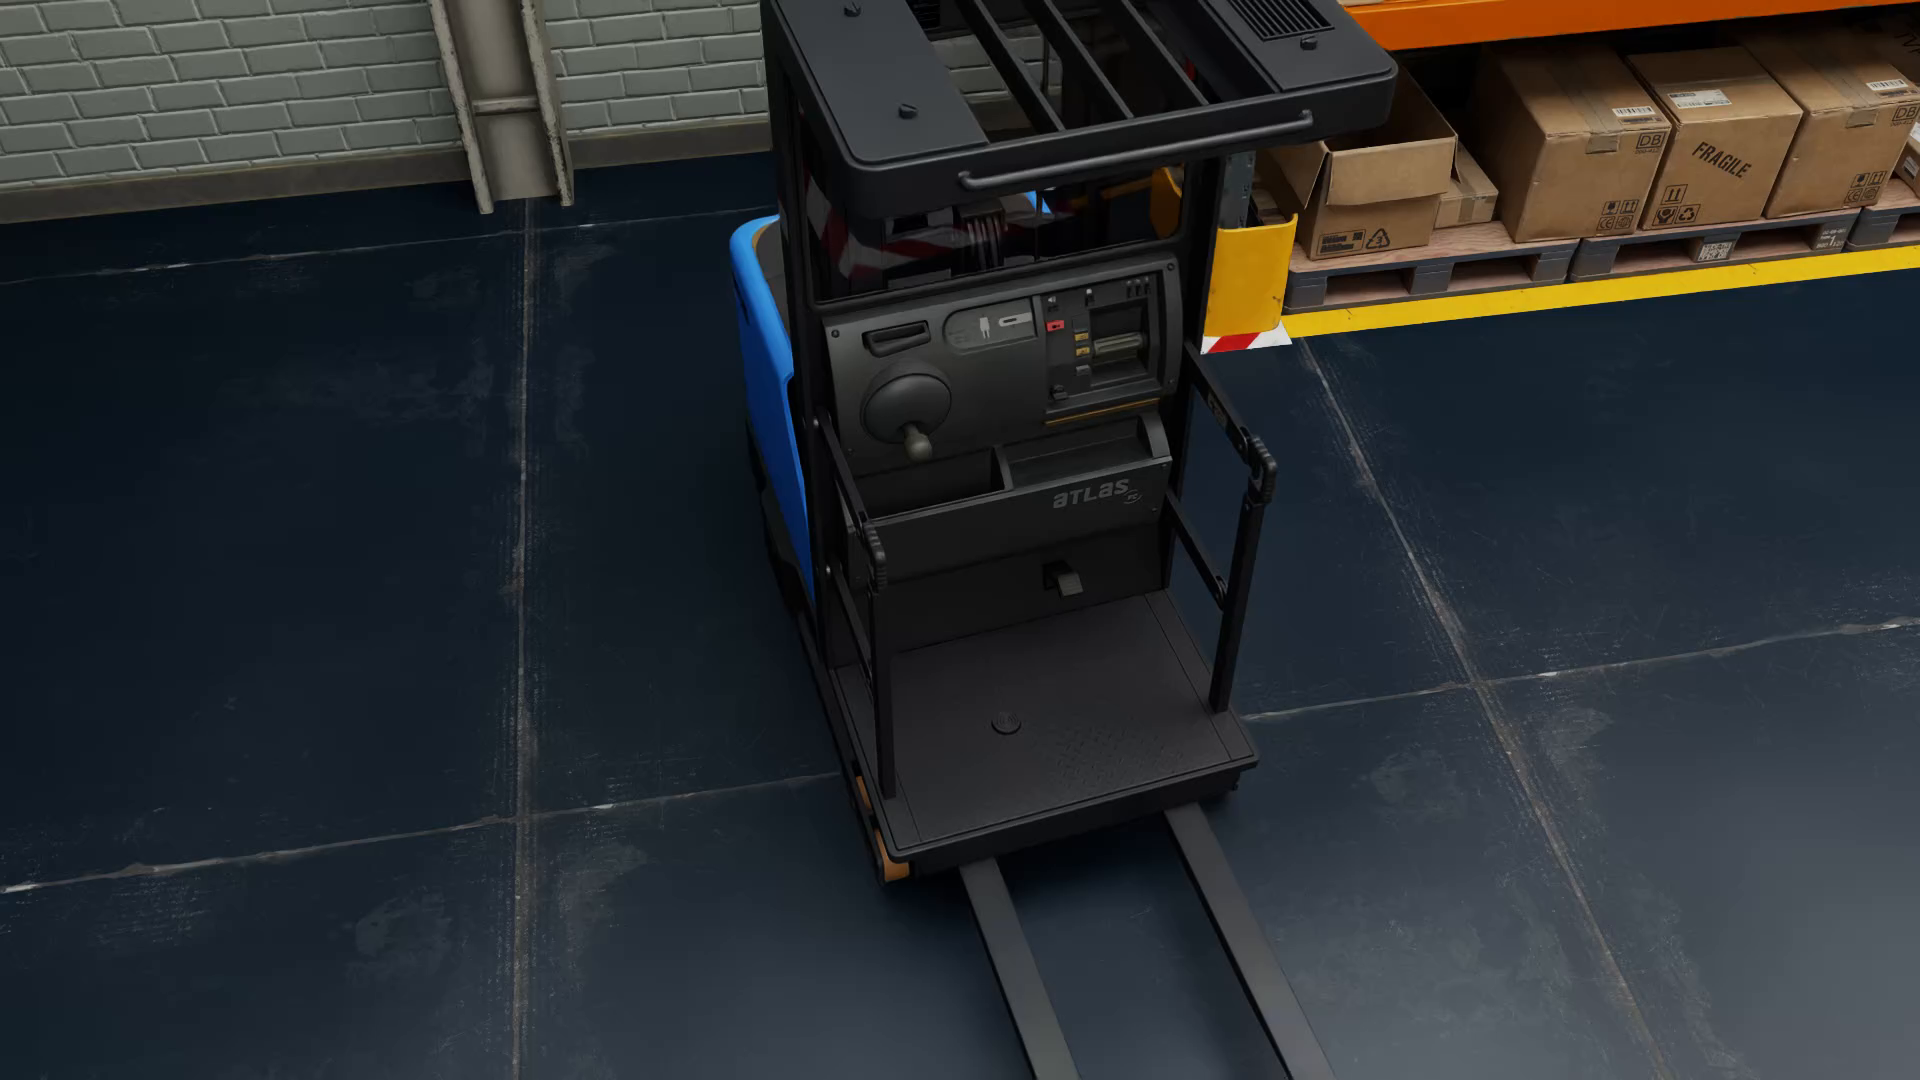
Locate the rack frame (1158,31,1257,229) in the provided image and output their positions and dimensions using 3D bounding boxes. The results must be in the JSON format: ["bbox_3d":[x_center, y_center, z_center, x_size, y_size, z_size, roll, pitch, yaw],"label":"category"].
[{"bbox_3d":[0.931,-2.255,5.839,0.127,3.000,1.000,-7,46,-7],"label":"rack frame"}]

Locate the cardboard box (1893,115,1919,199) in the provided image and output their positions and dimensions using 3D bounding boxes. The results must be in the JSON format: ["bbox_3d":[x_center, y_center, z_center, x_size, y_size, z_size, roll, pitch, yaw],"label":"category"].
[{"bbox_3d":[4.022,-1.622,6.837,0.258,0.266,0.396,-6,46,-5],"label":"cardboard box"}]

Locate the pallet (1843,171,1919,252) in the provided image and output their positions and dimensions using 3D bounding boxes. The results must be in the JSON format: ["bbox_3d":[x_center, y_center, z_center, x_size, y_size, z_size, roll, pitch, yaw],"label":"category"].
[{"bbox_3d":[4.196,-1.695,7.236,1.213,0.211,1.003,-7,46,-7],"label":"pallet"}]

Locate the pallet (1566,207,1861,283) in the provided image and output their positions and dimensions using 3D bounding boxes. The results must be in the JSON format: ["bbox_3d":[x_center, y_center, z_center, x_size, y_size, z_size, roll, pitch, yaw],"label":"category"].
[{"bbox_3d":[2.991,-1.542,7.090,1.213,0.211,1.003,-7,46,-7],"label":"pallet"}]

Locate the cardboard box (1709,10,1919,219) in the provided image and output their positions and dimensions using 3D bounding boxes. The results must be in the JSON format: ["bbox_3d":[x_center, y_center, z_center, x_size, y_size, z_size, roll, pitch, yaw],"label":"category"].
[{"bbox_3d":[3.422,-1.746,6.793,0.500,0.500,0.700,-9,47,-8],"label":"cardboard box"}]

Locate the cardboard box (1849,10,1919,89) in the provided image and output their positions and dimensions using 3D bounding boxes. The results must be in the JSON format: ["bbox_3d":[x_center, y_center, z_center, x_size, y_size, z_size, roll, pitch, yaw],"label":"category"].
[{"bbox_3d":[4.182,-2.045,7.213,0.500,0.311,0.500,-6,46,-5],"label":"cardboard box"}]

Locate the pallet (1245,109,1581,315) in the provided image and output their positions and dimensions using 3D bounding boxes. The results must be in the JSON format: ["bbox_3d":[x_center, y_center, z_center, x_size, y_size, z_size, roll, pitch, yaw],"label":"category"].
[{"bbox_3d":[1.792,-1.395,6.948,1.213,0.211,1.003,-7,46,-7],"label":"pallet"}]

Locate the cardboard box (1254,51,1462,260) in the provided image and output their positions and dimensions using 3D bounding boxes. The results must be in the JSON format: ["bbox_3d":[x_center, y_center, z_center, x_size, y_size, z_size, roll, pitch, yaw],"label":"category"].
[{"bbox_3d":[1.550,-1.542,6.595,0.637,0.503,0.797,-9,47,-8],"label":"cardboard box"}]

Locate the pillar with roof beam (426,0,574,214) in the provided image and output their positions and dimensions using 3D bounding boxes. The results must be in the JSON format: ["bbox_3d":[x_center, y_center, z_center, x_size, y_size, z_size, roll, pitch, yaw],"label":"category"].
[{"bbox_3d":[-1.145,-1.590,1.033,0.400,9.000,9.100,-7,46,-7],"label":"pillar with roof beam"}]

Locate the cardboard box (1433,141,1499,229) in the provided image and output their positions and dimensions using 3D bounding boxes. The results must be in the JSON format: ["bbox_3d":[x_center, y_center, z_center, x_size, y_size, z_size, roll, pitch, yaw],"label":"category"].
[{"bbox_3d":[1.976,-1.444,6.746,0.250,0.149,0.380,-9,47,-8],"label":"cardboard box"}]

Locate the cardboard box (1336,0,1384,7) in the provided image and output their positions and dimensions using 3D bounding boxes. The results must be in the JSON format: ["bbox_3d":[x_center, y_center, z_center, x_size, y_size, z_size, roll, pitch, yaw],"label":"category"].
[{"bbox_3d":[1.302,-2.013,5.781,0.250,0.149,0.380,-7,47,-7],"label":"cardboard box"}]

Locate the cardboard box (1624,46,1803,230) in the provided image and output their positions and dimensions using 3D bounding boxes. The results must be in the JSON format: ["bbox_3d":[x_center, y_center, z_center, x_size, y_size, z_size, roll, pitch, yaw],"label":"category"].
[{"bbox_3d":[2.937,-1.612,6.665,0.500,0.500,0.500,-6,46,-6],"label":"cardboard box"}]

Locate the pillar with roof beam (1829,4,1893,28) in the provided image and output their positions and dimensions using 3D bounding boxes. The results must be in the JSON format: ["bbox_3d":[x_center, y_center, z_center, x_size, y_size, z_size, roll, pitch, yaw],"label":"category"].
[{"bbox_3d":[4.767,-2.327,1.743,0.400,9.000,9.100,-7,46,-7],"label":"pillar with roof beam"}]

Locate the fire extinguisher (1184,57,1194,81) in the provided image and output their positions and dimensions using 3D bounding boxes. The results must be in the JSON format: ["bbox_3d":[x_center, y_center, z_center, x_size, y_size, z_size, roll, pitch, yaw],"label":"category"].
[{"bbox_3d":[0.865,-1.752,5.668,0.183,0.674,0.296,-7,46,-7],"label":"fire extinguisher"}]

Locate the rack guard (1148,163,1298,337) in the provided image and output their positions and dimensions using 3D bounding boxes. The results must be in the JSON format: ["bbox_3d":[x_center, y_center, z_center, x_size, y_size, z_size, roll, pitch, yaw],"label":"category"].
[{"bbox_3d":[1.006,-1.397,6.749,0.348,0.500,1.175,-7,46,-7],"label":"rack guard"}]

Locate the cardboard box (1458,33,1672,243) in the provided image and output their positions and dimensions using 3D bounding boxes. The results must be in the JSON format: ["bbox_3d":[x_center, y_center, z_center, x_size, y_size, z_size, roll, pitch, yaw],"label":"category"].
[{"bbox_3d":[2.399,-1.618,6.670,0.500,0.500,0.700,-5,46,-5],"label":"cardboard box"}]

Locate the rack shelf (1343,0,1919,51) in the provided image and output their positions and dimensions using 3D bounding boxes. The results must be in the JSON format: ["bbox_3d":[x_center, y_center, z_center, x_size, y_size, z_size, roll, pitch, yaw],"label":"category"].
[{"bbox_3d":[2.902,-2.251,6.335,4.000,0.370,1.077,-7,46,-7],"label":"rack shelf"}]

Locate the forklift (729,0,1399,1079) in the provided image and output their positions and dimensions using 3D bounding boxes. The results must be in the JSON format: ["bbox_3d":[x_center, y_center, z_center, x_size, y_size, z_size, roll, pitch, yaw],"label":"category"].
[{"bbox_3d":[0.190,-0.365,4.066,1.130,2.935,3.031,-13,47,-12],"label":"forklift"}]
